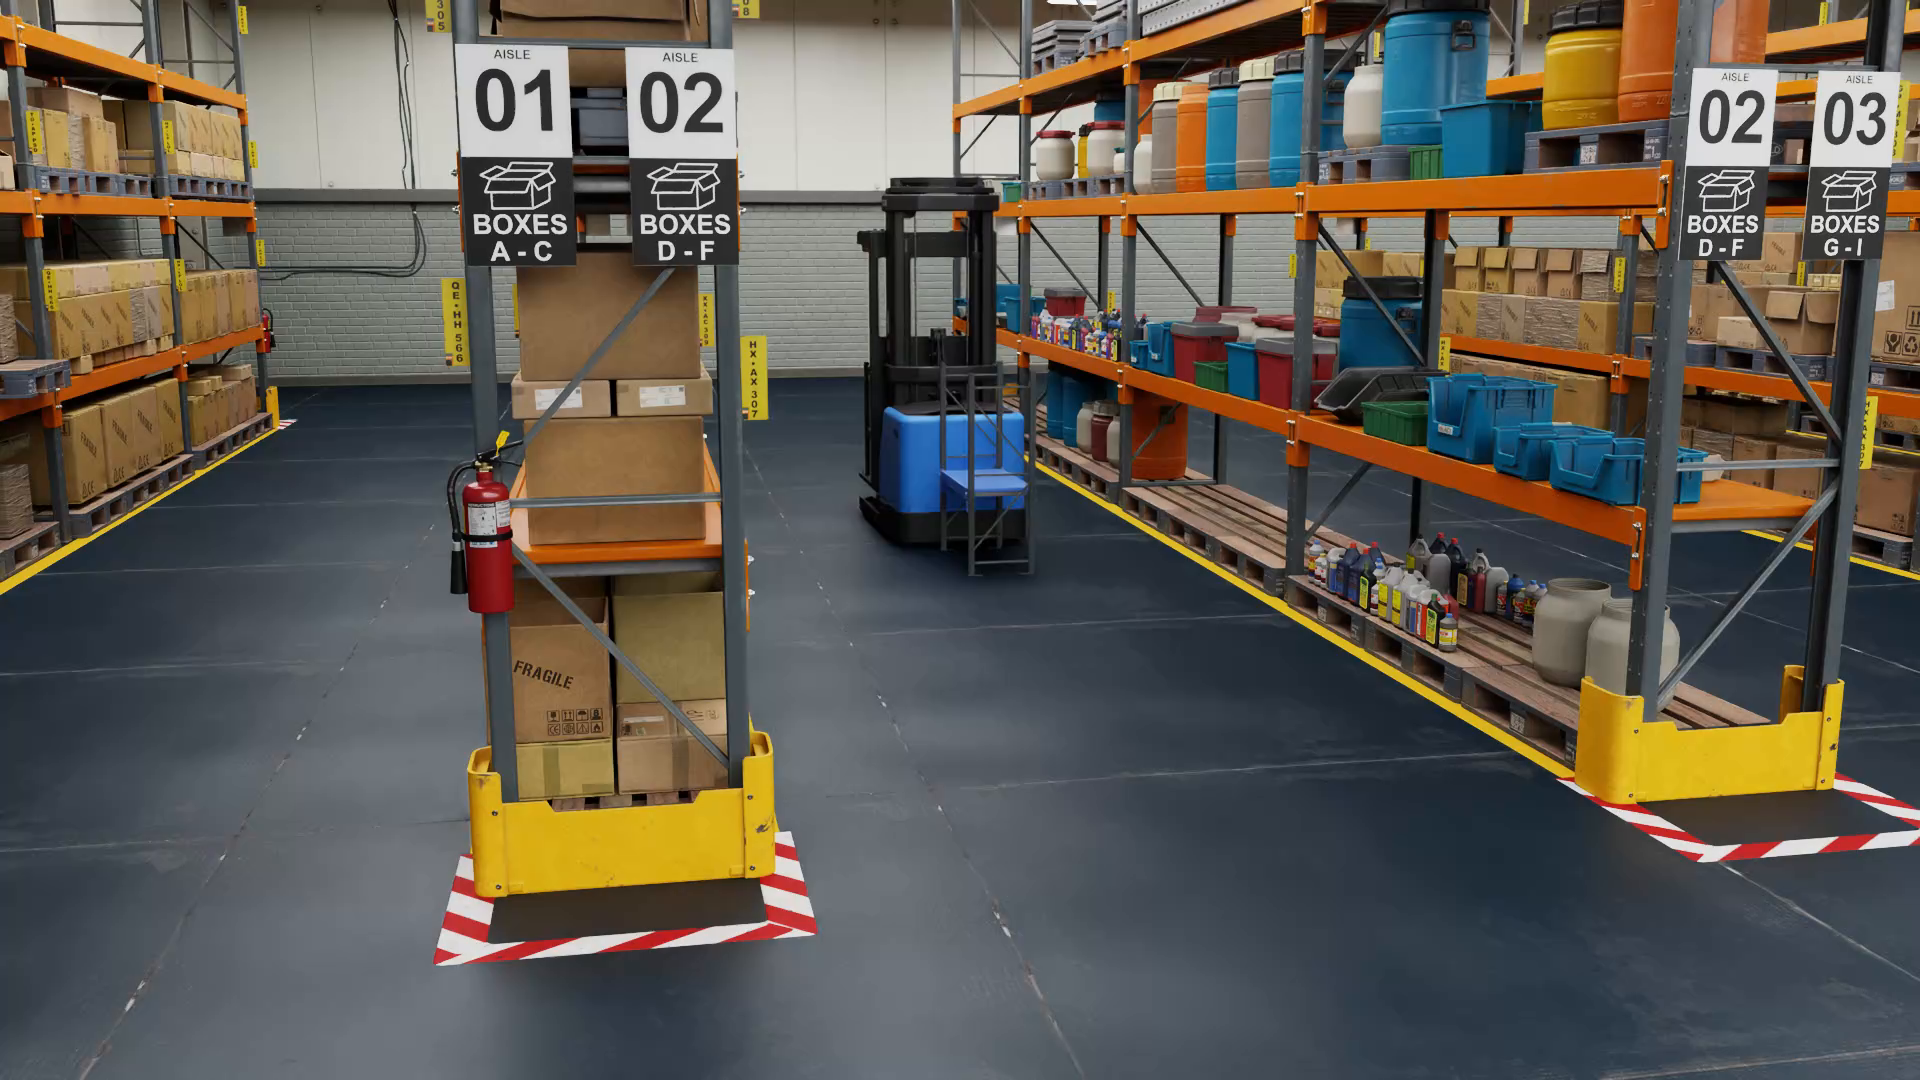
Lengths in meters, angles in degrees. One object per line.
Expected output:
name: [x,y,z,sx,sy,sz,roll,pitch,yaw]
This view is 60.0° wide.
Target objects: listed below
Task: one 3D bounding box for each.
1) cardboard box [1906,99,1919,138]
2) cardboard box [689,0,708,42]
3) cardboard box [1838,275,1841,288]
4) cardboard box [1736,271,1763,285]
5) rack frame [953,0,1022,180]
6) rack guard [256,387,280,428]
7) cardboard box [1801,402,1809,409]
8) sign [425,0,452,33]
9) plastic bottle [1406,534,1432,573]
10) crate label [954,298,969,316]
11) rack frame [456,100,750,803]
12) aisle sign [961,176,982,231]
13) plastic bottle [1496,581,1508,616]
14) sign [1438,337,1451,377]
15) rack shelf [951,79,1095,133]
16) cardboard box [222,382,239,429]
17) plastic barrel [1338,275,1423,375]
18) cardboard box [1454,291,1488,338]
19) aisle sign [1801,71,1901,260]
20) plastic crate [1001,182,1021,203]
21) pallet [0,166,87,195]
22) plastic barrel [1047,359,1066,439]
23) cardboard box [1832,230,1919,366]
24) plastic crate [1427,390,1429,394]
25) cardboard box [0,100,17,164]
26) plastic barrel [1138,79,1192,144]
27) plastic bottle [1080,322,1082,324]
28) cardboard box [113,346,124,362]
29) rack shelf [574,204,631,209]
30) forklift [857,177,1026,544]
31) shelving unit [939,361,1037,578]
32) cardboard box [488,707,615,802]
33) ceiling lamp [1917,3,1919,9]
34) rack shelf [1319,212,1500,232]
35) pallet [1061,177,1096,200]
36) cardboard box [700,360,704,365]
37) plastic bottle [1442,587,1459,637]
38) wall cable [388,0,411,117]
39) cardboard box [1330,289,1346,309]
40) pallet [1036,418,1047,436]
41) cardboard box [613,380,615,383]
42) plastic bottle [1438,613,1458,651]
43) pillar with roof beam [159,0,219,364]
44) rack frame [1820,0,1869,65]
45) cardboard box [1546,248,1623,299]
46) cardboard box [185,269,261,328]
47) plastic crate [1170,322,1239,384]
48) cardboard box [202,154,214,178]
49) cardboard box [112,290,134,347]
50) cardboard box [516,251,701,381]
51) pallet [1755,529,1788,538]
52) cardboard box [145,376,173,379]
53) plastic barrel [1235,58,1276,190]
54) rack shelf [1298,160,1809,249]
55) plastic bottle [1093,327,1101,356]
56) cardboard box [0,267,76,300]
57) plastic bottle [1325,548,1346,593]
cardboard box: [7.418,-3.232,13.235,0.797,0.503,0.637,-2,11,-9]
cardboard box: [-1.399,-2.258,7.751,0.500,0.500,0.500,-2,11,-11]
cardboard box: [10.658,-3.056,19.690,0.380,0.149,0.250,-2,11,-11]
cardboard box: [10.454,-3.237,21.619,0.500,0.500,0.500,-2,11,-13]
rack frame: [0.404,-6.207,22.240,1.000,3.000,0.127,-2,11,-11]
rack guard: [-9.319,-1.676,21.165,1.175,0.500,0.348,-2,11,-11]
cardboard box: [11.118,-1.801,21.640,0.380,0.149,0.250,-2,11,-9]
sign: [-1.879,-1.998,5.995,0.100,0.325,0.005,-2,11,-11]
plastic bottle: [3.004,0.139,10.852,0.144,0.351,0.185,-2,11,-11]
crate label: [0.129,-3.150,22.511,0.416,0.233,0.303,-2,11,-11]
rack frame: [-1.344,-0.146,6.441,1.000,3.000,0.127,-2,11,-11]
aisle sign: [0.098,-4.539,22.571,0.394,0.787,0.004,-2,11,-11]
plastic bottle: [3.323,0.352,10.131,0.097,0.201,0.097,0,11,0]
sign: [3.280,-1.213,11.307,0.100,0.325,0.005,-2,11,-11]
rack shelf: [0.793,-5.290,20.418,1.077,0.370,4.000,-2,11,-11]
cardboard box: [-8.884,-1.569,19.481,0.700,0.500,0.500,-2,11,-13]
plastic barrel: [2.960,-1.387,11.621,0.600,0.901,0.708,-2,11,-11]
cardboard box: [5.983,-2.570,18.909,0.500,0.500,0.500,-2,11,-11]
aisle sign: [3.817,-1.600,7.127,0.394,0.787,0.004,-2,11,-11]
plastic crate: [0.692,-4.073,19.498,0.416,0.233,0.300,-2,11,-11]
pallet: [-7.935,-2.929,13.547,1.213,0.211,1.003,-2,11,-8]
plastic barrel: [1.271,-1.601,18.576,0.600,0.901,0.708,-2,11,-11]
cardboard box: [7.579,-1.891,12.881,1.000,1.000,1.000,-2,11,-11]
plastic crate: [3.219,-0.793,10.237,0.499,0.251,0.616,-2,11,-11]
cardboard box: [-7.907,-3.256,13.316,0.700,0.500,0.500,-3,11,-15]
plastic barrel: [1.852,-3.788,15.280,0.600,0.830,0.708,-2,11,-11]
plastic bottle: [1.238,-2.064,16.831,0.061,0.283,0.133,-2,11,-11]
cardboard box: [-7.948,-1.717,15.313,0.380,0.149,0.250,-2,11,-9]
rack shelf: [-2.511,-2.367,12.009,1.077,0.370,4.000,-2,11,-11]
forklift: [-0.282,-1.639,14.469,1.130,2.935,3.031,-2,11,-12]
shelving unit: [0.198,-0.565,12.655,0.538,1.500,1.048,-2,11,-12]
cardboard box: [-1.738,0.911,7.119,0.500,0.250,0.500,-2,11,-11]
ceiling lamp: [17.046,-10.203,27.624,2.000,3.185,0.800,-2,11,-11]
rack shelf: [5.651,-4.193,21.607,1.077,0.370,4.000,-2,11,-11]
pallet: [1.654,-3.559,16.855,1.003,0.211,1.213,-2,11,-11]
cardboard box: [-1.357,-0.734,7.528,0.380,0.149,0.250,-2,11,-12]
plastic bottle: [2.811,0.421,9.552,0.061,0.283,0.133,-2,11,-11]
wall cable: [-7.410,-7.951,26.201,3.097,2.526,0.112,-2,11,-11]
cardboard box: [5.293,-3.227,22.235,0.500,0.250,0.500,-2,11,-13]
pallet: [1.001,-1.290,19.909,1.003,0.211,1.213,-2,11,-11]
cardboard box: [-1.726,-0.565,8.375,0.700,0.500,0.500,-2,11,-9]
plastic bottle: [2.729,0.512,9.290,0.097,0.201,0.097,0,11,0]
pillar with roof beam: [-6.465,-6.467,23.607,9.100,9.000,0.400,-2,11,-11]
rack frame: [10.925,-5.815,20.183,1.000,3.000,0.127,-2,11,-11]
cardboard box: [6.568,-2.769,17.272,0.797,0.503,0.637,-2,11,-10]
cardboard box: [-9.205,-2.954,20.391,0.980,0.700,0.700,-2,11,-8]
plastic crate: [1.974,-1.517,13.471,0.402,0.464,0.583,-2,11,-11]
cardboard box: [-8.604,-4.145,18.442,0.500,0.250,0.500,-2,11,-13]
cardboard box: [-7.899,-2.018,15.163,0.500,0.500,0.500,-2,11,-9]
cardboard box: [-1.432,-0.928,6.814,0.700,0.500,0.500,-2,11,-11]
pallet: [7.203,-0.236,14.373,1.003,0.211,1.213,-2,11,-11]
cardboard box: [-8.952,-1.761,18.755,0.380,0.149,0.250,-2,11,-10]
plastic barrel: [2.299,-2.984,11.990,0.600,0.901,0.600,0,11,0]
rack shelf: [3.127,-1.812,9.098,1.077,0.370,4.000,-2,11,-11]
plastic bottle: [1.337,-1.924,16.125,0.097,0.271,0.097,0,11,0]
cardboard box: [-7.599,-2.104,13.605,0.500,0.250,0.500,-2,11,-10]
plastic bottle: [2.459,0.196,10.755,0.152,0.276,0.135,-2,11,-9]
